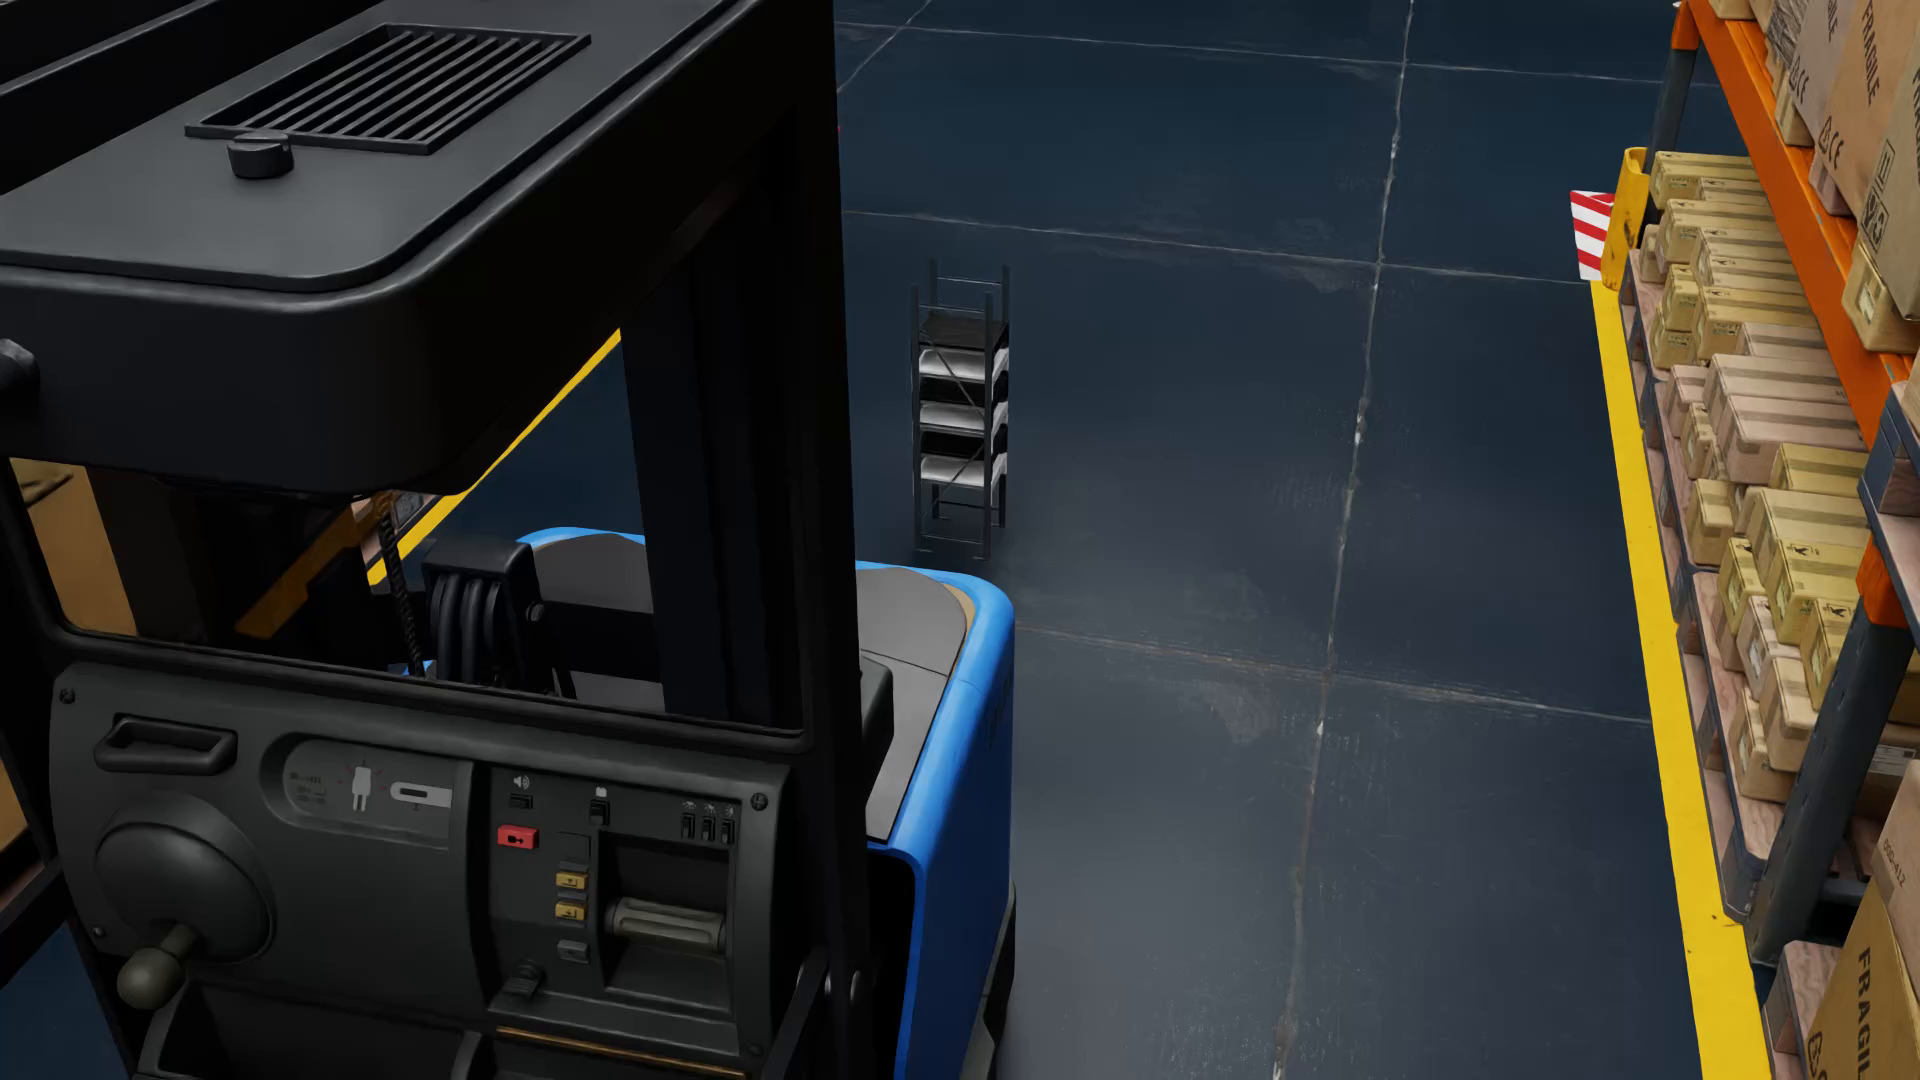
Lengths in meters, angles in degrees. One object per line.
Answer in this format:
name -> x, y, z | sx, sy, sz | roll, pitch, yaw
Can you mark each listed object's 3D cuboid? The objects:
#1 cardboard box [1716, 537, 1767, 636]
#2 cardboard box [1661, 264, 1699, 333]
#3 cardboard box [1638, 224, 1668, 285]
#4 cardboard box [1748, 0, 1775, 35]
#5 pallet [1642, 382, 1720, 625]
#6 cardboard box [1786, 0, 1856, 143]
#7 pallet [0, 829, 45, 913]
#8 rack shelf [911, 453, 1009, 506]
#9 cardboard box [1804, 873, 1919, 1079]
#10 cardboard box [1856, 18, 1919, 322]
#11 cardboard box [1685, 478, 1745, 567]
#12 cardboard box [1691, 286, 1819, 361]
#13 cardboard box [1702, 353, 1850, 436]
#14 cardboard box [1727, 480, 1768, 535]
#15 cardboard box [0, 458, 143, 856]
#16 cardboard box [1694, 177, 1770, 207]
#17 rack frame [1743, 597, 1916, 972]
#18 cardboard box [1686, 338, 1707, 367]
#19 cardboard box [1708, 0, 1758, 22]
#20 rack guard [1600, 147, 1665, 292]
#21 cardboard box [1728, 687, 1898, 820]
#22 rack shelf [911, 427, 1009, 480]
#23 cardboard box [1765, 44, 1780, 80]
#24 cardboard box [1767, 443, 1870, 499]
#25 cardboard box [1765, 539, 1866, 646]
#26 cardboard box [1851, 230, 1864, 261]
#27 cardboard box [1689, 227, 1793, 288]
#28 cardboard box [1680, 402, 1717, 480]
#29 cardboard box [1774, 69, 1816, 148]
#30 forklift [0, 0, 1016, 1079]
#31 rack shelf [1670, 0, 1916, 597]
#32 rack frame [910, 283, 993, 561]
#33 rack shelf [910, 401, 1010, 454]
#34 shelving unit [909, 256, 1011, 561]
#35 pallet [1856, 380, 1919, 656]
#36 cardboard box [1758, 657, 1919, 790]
cardboard box -> 2.156, 0.139, 4.223 | 0.380, 0.149, 0.250 | 7, 33, 11
cardboard box -> 2.639, -0.817, 5.728 | 0.380, 0.149, 0.250 | 9, 34, 14
cardboard box -> 2.849, -1.092, 6.438 | 0.380, 0.149, 0.250 | 9, 33, 13
cardboard box -> 2.663, -1.785, 4.891 | 0.500, 0.500, 0.500 | 8, 33, 13
pallet -> 2.720, -0.082, 5.183 | 1.003, 0.211, 1.213 | 8, 33, 12
cardboard box -> 2.386, -1.255, 4.058 | 0.500, 0.500, 0.500 | 8, 33, 12
pallet -> -2.619, 0.589, 4.127 | 1.003, 0.211, 1.213 | 8, 33, 12
rack shelf -> 0.002, -0.204, 5.130 | 0.258, 0.077, 0.200 | 8, 33, 12
cardboard box -> 1.832, 0.954, 2.891 | 0.500, 0.500, 0.500 | 9, 34, 14
cardboard box -> 2.126, -0.728, 3.228 | 0.500, 0.500, 0.500 | 8, 33, 12
cardboard box -> 2.309, -0.032, 4.770 | 0.380, 0.149, 0.250 | 8, 33, 12
cardboard box -> 2.515, -0.660, 5.204 | 0.380, 0.149, 0.250 | 9, 33, 13
cardboard box -> 2.375, -0.403, 4.799 | 0.380, 0.149, 0.250 | 7, 33, 11
cardboard box -> 2.361, -0.112, 4.619 | 0.380, 0.149, 0.250 | 9, 33, 14
cardboard box -> -2.639, 0.056, 3.955 | 1.225, 0.875, 0.875 | 8, 33, 13
cardboard box -> 2.876, -1.186, 6.032 | 0.380, 0.149, 0.250 | 9, 33, 13
rack frame -> 2.276, -0.271, 2.880 | 1.000, 3.000, 0.127 | 8, 33, 12
cardboard box -> 2.662, -0.552, 5.589 | 0.380, 0.149, 0.250 | 8, 33, 12
cardboard box -> 2.748, -1.847, 5.593 | 0.380, 0.149, 0.250 | 7, 33, 11
rack guard -> 3.272, -1.252, 6.753 | 1.175, 0.500, 0.348 | 8, 33, 12
cardboard box -> 2.046, 0.505, 3.925 | 0.380, 0.149, 0.250 | 8, 33, 13
rack shelf -> 0.002, -0.280, 5.081 | 0.258, 0.077, 0.200 | 8, 33, 12
cardboard box -> 2.632, -1.432, 4.941 | 0.380, 0.149, 0.250 | 7, 33, 11
cardboard box -> 2.339, -0.108, 4.335 | 0.380, 0.149, 0.250 | 9, 34, 14
cardboard box -> 2.141, 0.146, 3.935 | 0.380, 0.149, 0.250 | 8, 33, 13
cardboard box -> 2.208, -0.624, 3.669 | 0.380, 0.149, 0.250 | 9, 34, 14
cardboard box -> 2.705, -0.933, 5.633 | 0.380, 0.149, 0.250 | 6, 33, 10
cardboard box -> 2.469, -0.288, 5.172 | 0.380, 0.149, 0.250 | 8, 33, 12
cardboard box -> 2.450, -1.166, 4.522 | 0.380, 0.149, 0.250 | 9, 33, 13
forklift -> -0.704, 0.455, 1.803 | 1.130, 2.935, 3.031 | 7, 33, 11
rack shelf -> 2.784, -1.005, 4.705 | 1.077, 0.370, 4.000 | 8, 33, 12
rack frame -> -0.024, -0.331, 4.932 | 0.240, 0.900, 0.006 | 8, 33, 12
rack shelf -> 0.002, -0.356, 5.033 | 0.258, 0.077, 0.200 | 8, 33, 12
shelving unit -> 0.002, -0.384, 5.015 | 0.258, 0.900, 0.210 | 8, 33, 12
pallet -> 1.942, 0.187, 2.338 | 1.003, 0.211, 1.213 | 8, 33, 12
cardboard box -> 2.049, 0.423, 3.777 | 0.380, 0.149, 0.250 | 9, 33, 13
